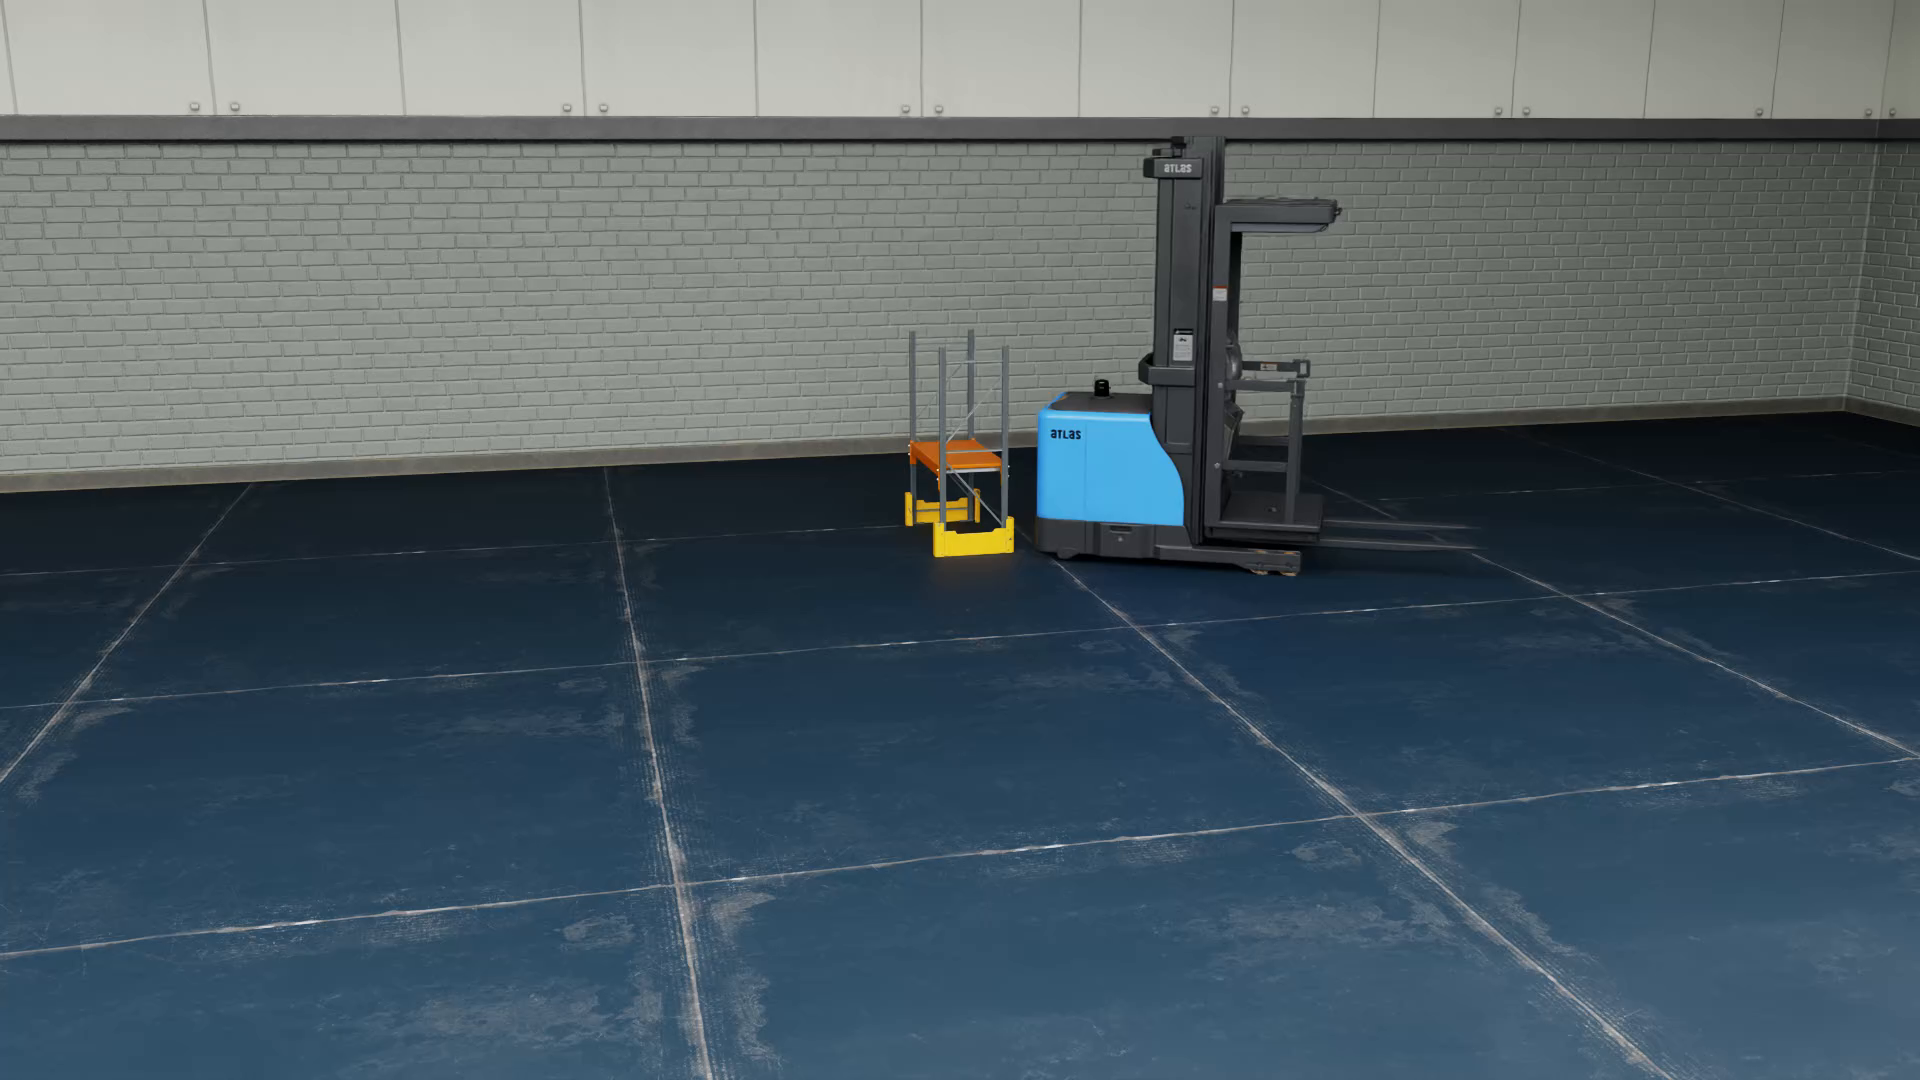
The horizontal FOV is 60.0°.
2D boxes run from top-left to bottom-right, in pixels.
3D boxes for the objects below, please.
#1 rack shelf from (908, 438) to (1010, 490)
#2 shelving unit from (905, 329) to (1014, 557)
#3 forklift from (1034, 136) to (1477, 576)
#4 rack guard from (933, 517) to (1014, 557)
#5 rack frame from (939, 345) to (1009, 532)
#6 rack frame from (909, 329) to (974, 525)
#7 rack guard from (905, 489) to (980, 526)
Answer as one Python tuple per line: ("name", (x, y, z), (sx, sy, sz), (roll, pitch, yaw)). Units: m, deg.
("rack shelf", (-0.020, -0.574, 12.372), (0.538, 0.185, 1.000), (-3, 14, -13))
("shelving unit", (-0.018, -0.746, 12.321), (0.587, 1.500, 1.083), (-3, 14, -13))
("forklift", (2.105, -1.313, 11.626), (3.031, 2.935, 1.130), (3, 14, 13))
("rack guard", (0.099, -0.024, 11.999), (0.587, 0.250, 0.087), (-3, 14, -13))
("rack frame", (0.099, -0.631, 11.850), (0.500, 1.500, 0.032), (-3, 14, -13))
("rack frame", (-0.139, -0.866, 12.810), (0.500, 1.500, 0.032), (-3, 14, -13))
("rack guard", (-0.135, -0.254, 12.940), (0.587, 0.250, 0.087), (-3, 14, -13))
